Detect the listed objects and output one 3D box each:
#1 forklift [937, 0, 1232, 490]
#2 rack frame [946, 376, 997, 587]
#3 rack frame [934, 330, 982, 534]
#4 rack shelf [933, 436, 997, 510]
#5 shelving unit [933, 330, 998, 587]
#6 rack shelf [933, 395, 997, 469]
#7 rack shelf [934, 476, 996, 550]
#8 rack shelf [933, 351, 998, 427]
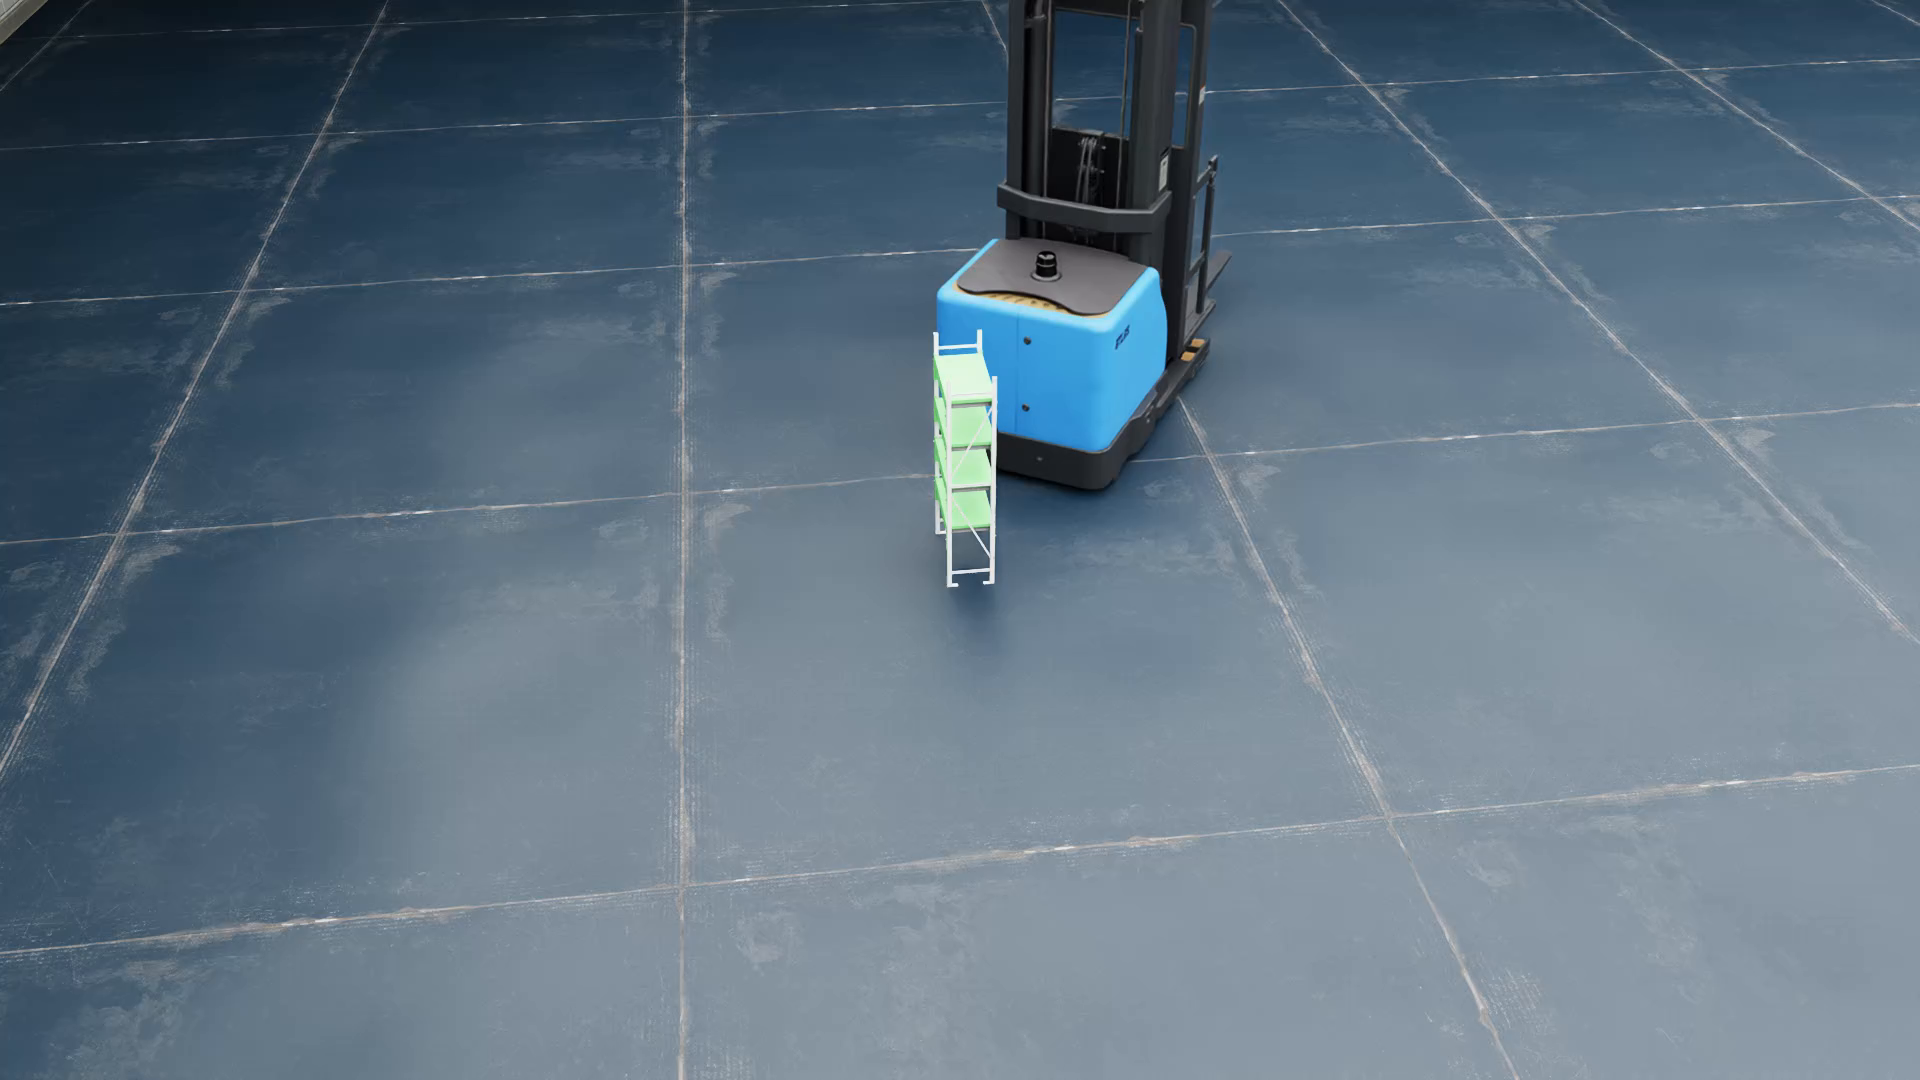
[{"bbox_3d":[0.928,-2.307,9.661,1.130,2.935,3.031,14,37,20],"label":"forklift"},{"bbox_3d":[0.055,-0.267,8.205,0.240,1.200,0.015,-4,35,-6],"label":"rack frame"},{"bbox_3d":[-0.011,-0.540,8.605,0.240,1.200,0.015,-4,35,-6],"label":"rack frame"},{"bbox_3d":[0.022,-0.351,8.441,0.258,0.148,0.480,-4,35,-6],"label":"rack shelf"},{"bbox_3d":[0.022,-0.403,8.405,0.258,1.200,0.503,-4,35,-6],"label":"shelving unit"},{"bbox_3d":[0.022,-0.549,8.306,0.258,0.148,0.480,-4,35,-6],"label":"rack shelf"},{"bbox_3d":[0.022,-0.152,8.576,0.258,0.148,0.480,-4,35,-6],"label":"rack shelf"},{"bbox_3d":[0.022,-0.747,8.171,0.258,0.148,0.480,-4,35,-6],"label":"rack shelf"}]
